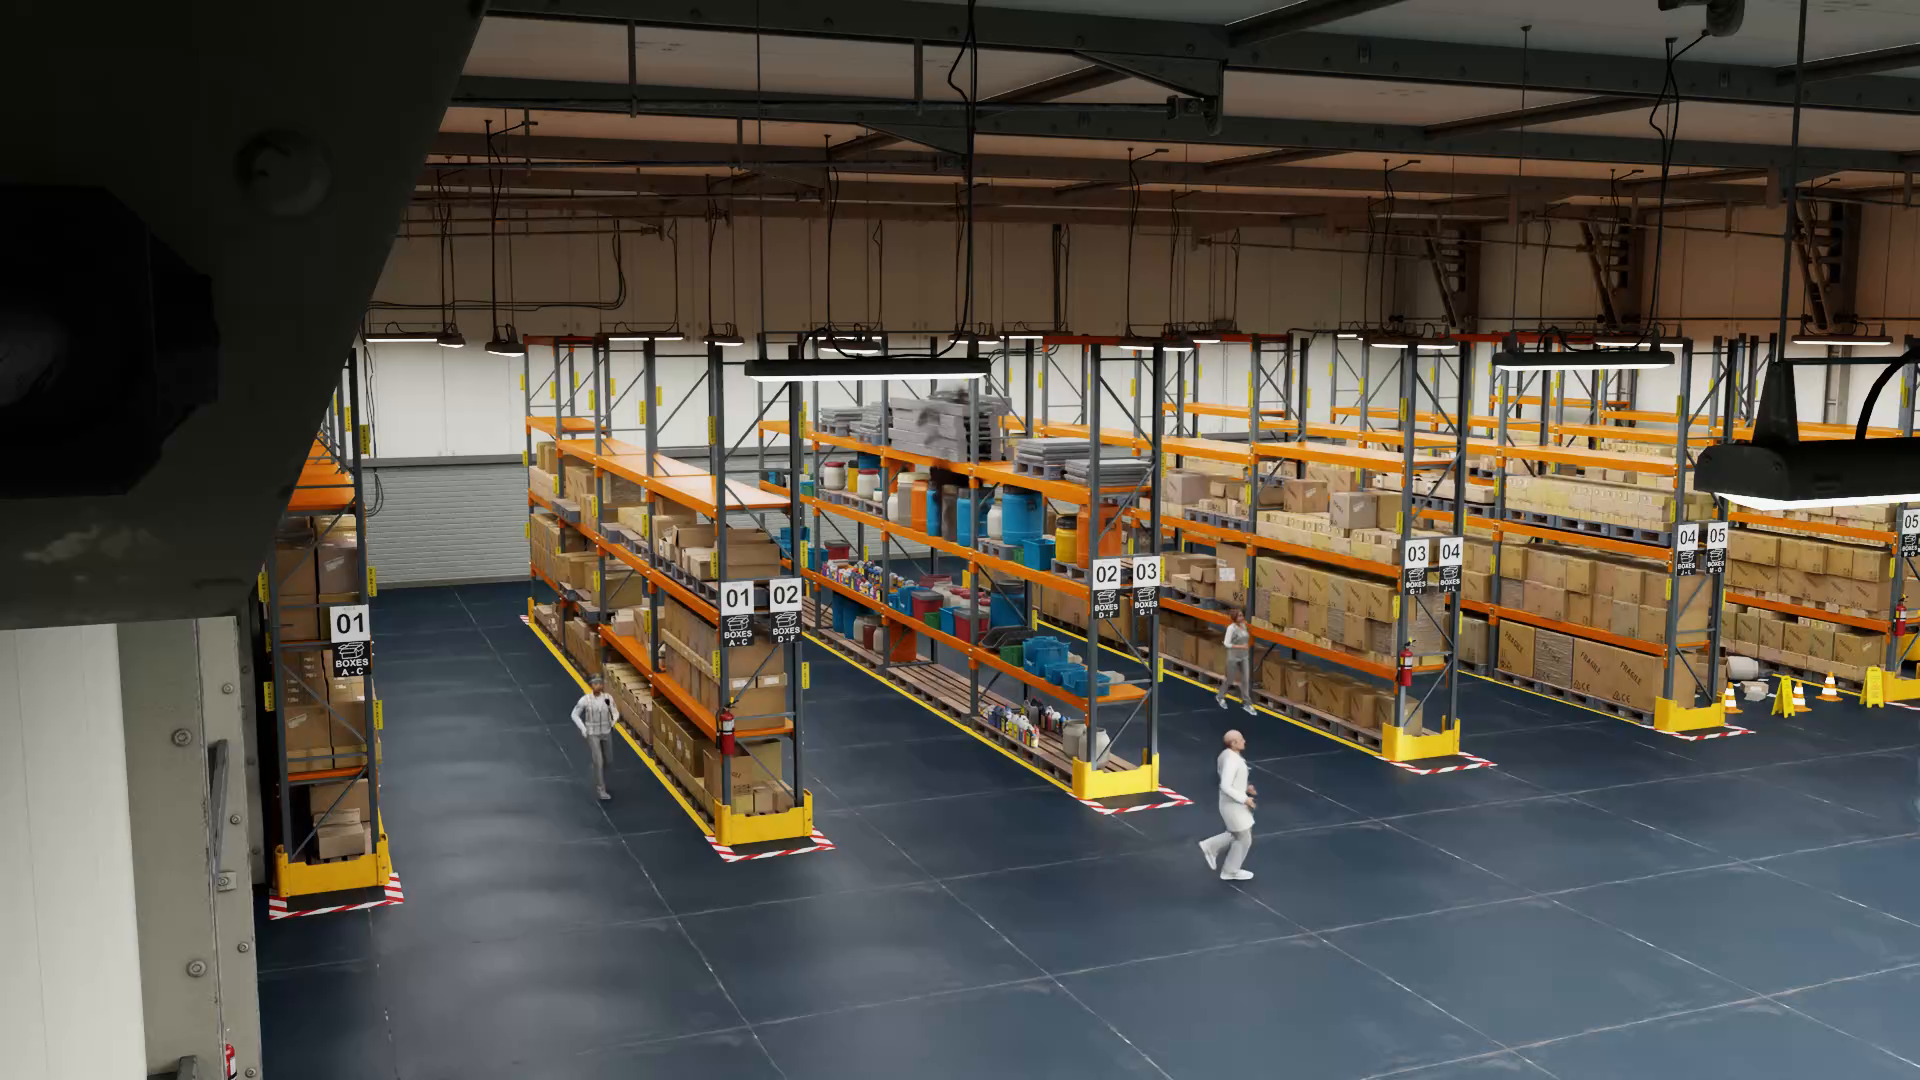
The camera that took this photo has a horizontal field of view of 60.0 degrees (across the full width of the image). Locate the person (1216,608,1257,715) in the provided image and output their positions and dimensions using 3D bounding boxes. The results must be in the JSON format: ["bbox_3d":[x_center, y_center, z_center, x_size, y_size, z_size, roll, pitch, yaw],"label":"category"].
[{"bbox_3d":[4.249,1.842,25.527,0.543,1.609,0.813,-5,9,-35],"label":"person"}]

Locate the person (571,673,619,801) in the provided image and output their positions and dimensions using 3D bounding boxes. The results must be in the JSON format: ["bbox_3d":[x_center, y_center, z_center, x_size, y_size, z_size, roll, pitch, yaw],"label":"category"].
[{"bbox_3d":[-4.830,2.575,22.117,0.625,1.660,0.767,-5,9,-31],"label":"person"}]

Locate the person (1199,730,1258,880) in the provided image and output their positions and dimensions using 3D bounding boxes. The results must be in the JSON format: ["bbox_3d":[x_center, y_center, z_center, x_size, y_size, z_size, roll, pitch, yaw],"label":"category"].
[{"bbox_3d":[3.033,2.987,18.746,0.639,1.731,0.658,1,8,6],"label":"person"}]
